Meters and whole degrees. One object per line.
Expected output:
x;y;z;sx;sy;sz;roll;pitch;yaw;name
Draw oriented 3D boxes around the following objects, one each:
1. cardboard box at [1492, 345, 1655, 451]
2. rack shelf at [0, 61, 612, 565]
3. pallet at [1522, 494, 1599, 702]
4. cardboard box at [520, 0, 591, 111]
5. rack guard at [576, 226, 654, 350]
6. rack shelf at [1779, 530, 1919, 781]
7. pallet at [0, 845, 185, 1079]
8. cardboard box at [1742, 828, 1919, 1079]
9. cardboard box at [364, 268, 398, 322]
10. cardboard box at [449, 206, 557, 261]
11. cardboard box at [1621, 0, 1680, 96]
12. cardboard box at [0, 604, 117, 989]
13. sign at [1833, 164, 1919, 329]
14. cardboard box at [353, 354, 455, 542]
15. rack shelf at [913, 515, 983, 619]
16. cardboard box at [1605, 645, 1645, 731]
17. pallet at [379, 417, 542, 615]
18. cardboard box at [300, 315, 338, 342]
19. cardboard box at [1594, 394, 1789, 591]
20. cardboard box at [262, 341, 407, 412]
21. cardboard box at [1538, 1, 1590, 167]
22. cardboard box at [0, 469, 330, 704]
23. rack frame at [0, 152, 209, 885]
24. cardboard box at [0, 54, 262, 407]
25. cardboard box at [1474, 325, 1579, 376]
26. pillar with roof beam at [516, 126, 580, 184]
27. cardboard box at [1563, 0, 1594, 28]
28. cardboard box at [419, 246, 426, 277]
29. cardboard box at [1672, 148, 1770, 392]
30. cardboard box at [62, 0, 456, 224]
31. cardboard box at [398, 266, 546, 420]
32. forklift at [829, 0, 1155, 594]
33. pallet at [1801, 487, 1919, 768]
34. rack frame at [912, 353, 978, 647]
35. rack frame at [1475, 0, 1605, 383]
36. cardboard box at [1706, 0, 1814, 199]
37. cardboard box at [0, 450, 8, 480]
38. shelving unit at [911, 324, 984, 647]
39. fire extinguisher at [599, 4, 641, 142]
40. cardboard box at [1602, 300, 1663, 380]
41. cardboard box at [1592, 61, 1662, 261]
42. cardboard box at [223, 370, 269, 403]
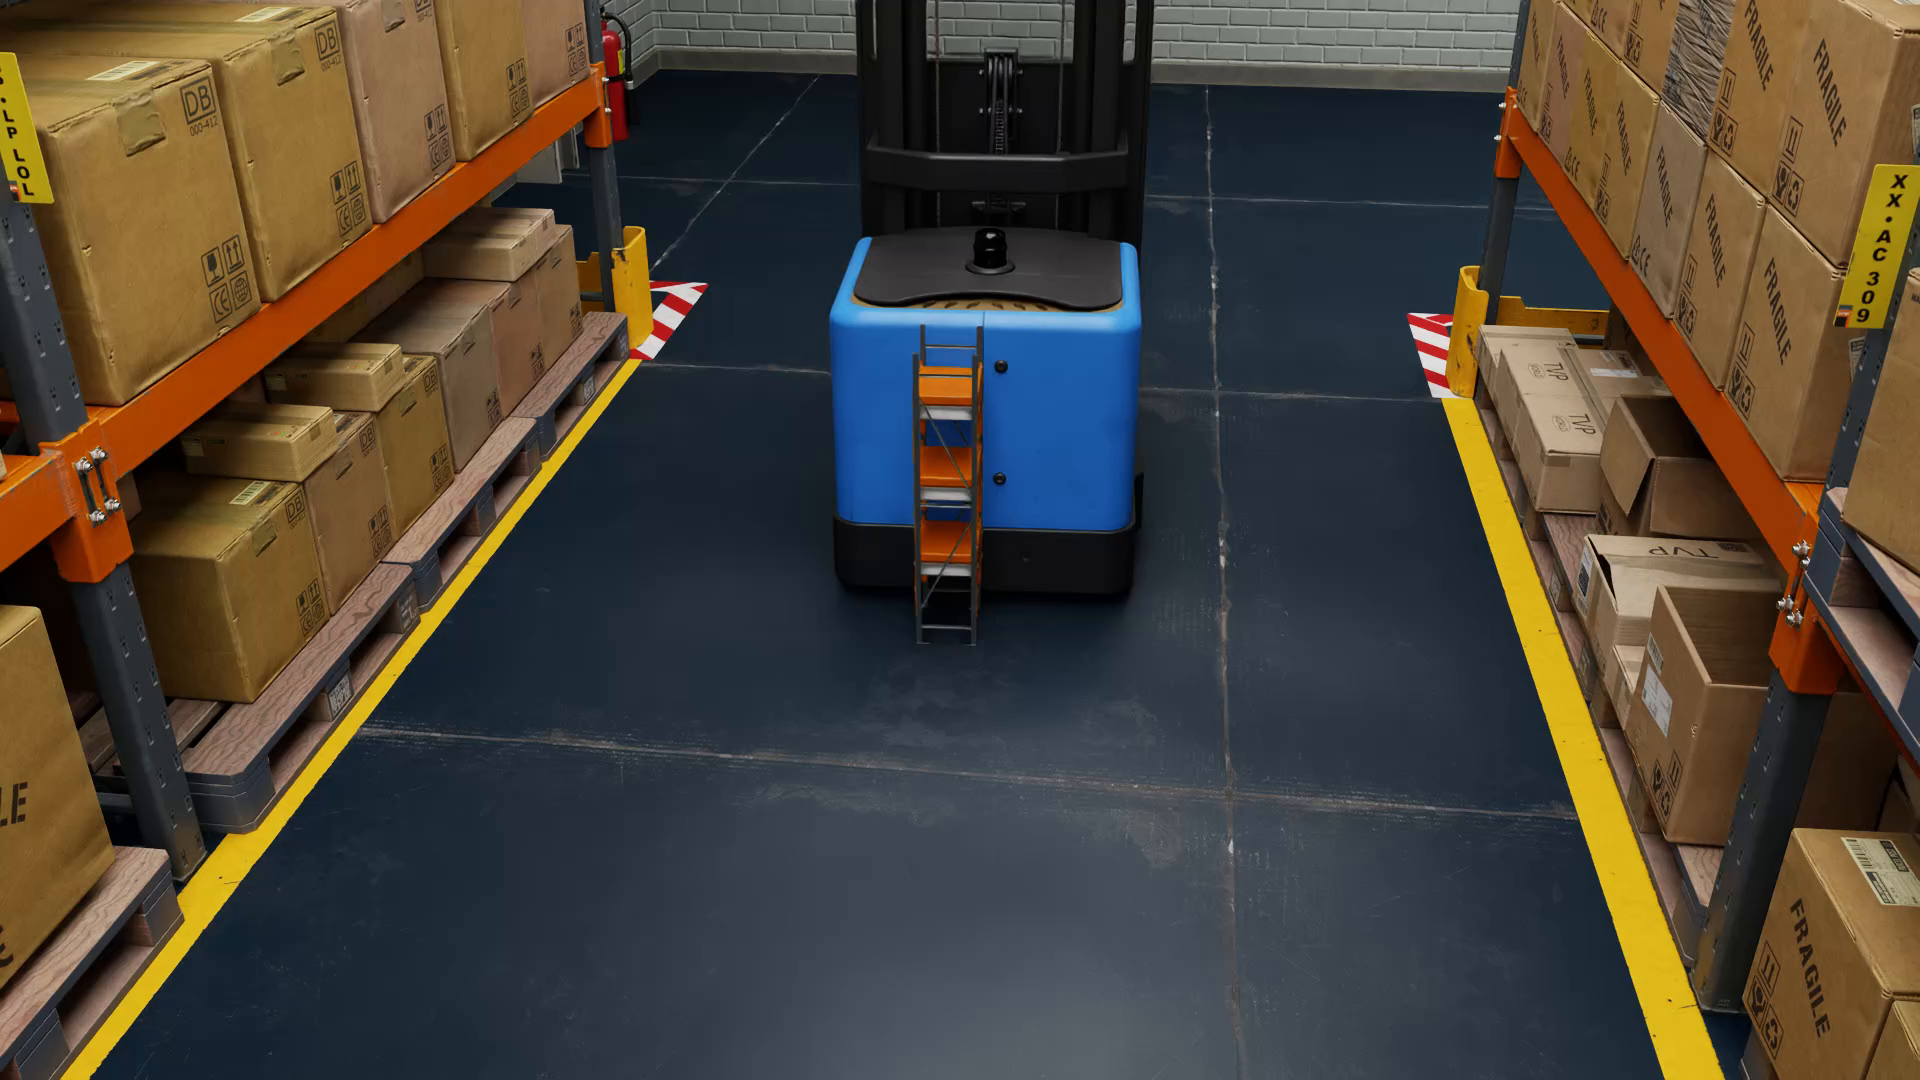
2.406;-0.548;6.539;0.500;0.250;0.500;3;28;6;cardboard box
-2.347;-1.067;5.827;1.077;0.370;4.000;3;28;6;rack shelf
2.557;0.172;5.708;1.003;0.211;1.213;3;28;6;pallet
-2.154;-2.217;6.886;0.980;0.700;0.700;5;29;9;cardboard box
-2.099;-1.236;8.017;1.175;0.500;0.348;3;28;6;rack guard
2.080;1.102;1.801;1.077;0.370;4.000;3;28;6;rack shelf
-2.611;1.153;3.888;1.003;0.211;1.213;3;28;6;pallet
2.024;0.964;3.470;0.500;0.500;0.500;2;28;4;cardboard box
-2.394;-0.954;6.368;0.380;0.149;0.250;4;29;7;cardboard box
-1.923;-1.289;6.989;0.380;0.149;0.250;3;28;6;cardboard box
2.315;-1.609;4.914;0.500;0.500;0.500;3;28;6;cardboard box
-2.542;0.633;3.737;0.750;0.750;0.750;4;29;7;cardboard box
1.786;-0.565;3.224;0.100;0.325;0.005;3;28;6;sign
-2.268;-0.351;5.931;0.700;0.500;0.500;4;29;7;cardboard box
-0.037;0.089;5.587;0.215;0.259;0.240;2;28;4;rack shelf
2.100;0.440;4.812;0.380;0.149;0.250;3;28;6;cardboard box
-2.274;-0.144;6.295;1.003;0.211;1.213;3;28;6;pallet
-2.456;-0.714;5.922;0.380;0.149;0.250;3;28;5;cardboard box
2.550;-0.136;5.507;0.797;0.503;0.637;3;28;6;cardboard box
-2.111;-0.555;5.626;0.380;0.149;0.250;3;28;5;cardboard box
2.441;-1.647;6.038;0.500;0.500;0.500;3;28;6;cardboard box
-2.398;0.127;5.044;0.700;0.500;0.500;4;29;7;cardboard box
-2.592;-0.442;3.909;1.000;3.000;0.127;3;28;6;rack frame
-2.509;-0.829;4.310;0.980;0.700;0.700;4;29;7;cardboard box
2.423;-0.801;7.116;0.380;0.149;0.250;3;28;6;cardboard box
1.643;-6.037;7.969;9.100;9.000;0.400;3;28;6;pillar with roof beam
2.443;-2.083;5.795;0.500;0.500;0.500;4;29;7;cardboard box
-2.332;-1.192;6.809;0.380;0.149;0.250;3;29;6;cardboard box
2.194;-0.693;4.269;0.500;0.500;0.500;4;29;8;cardboard box
-2.335;-1.515;5.584;0.980;0.700;0.700;2;28;4;cardboard box
-2.149;-0.839;6.837;0.700;0.500;0.500;3;28;6;cardboard box
0.180;-1.770;6.444;1.130;2.935;3.031;2;28;4;forklift
2.119;0.298;2.737;1.003;0.211;1.213;3;28;6;pallet
-0.046;-0.107;5.343;0.200;1.050;0.008;2;28;4;rack frame
2.815;-2.039;6.873;1.000;3.000;0.127;3;28;6;rack frame
2.190;-1.135;4.034;0.500;0.500;0.500;3;28;5;cardboard box
-2.352;-0.165;3.638;0.380;0.149;0.250;4;29;7;cardboard box
-0.037;-0.165;5.450;0.215;1.050;0.252;2;28;4;shelving unit
-1.625;-2.171;7.592;0.296;0.674;0.183;3;28;6;fire extinguisher
2.993;-0.862;6.859;0.500;0.500;0.500;3;28;6;cardboard box
2.314;-1.175;5.163;0.500;0.500;0.500;4;29;7;cardboard box
-2.519;-0.474;5.476;0.380;0.149;0.250;2;28;5;cardboard box
